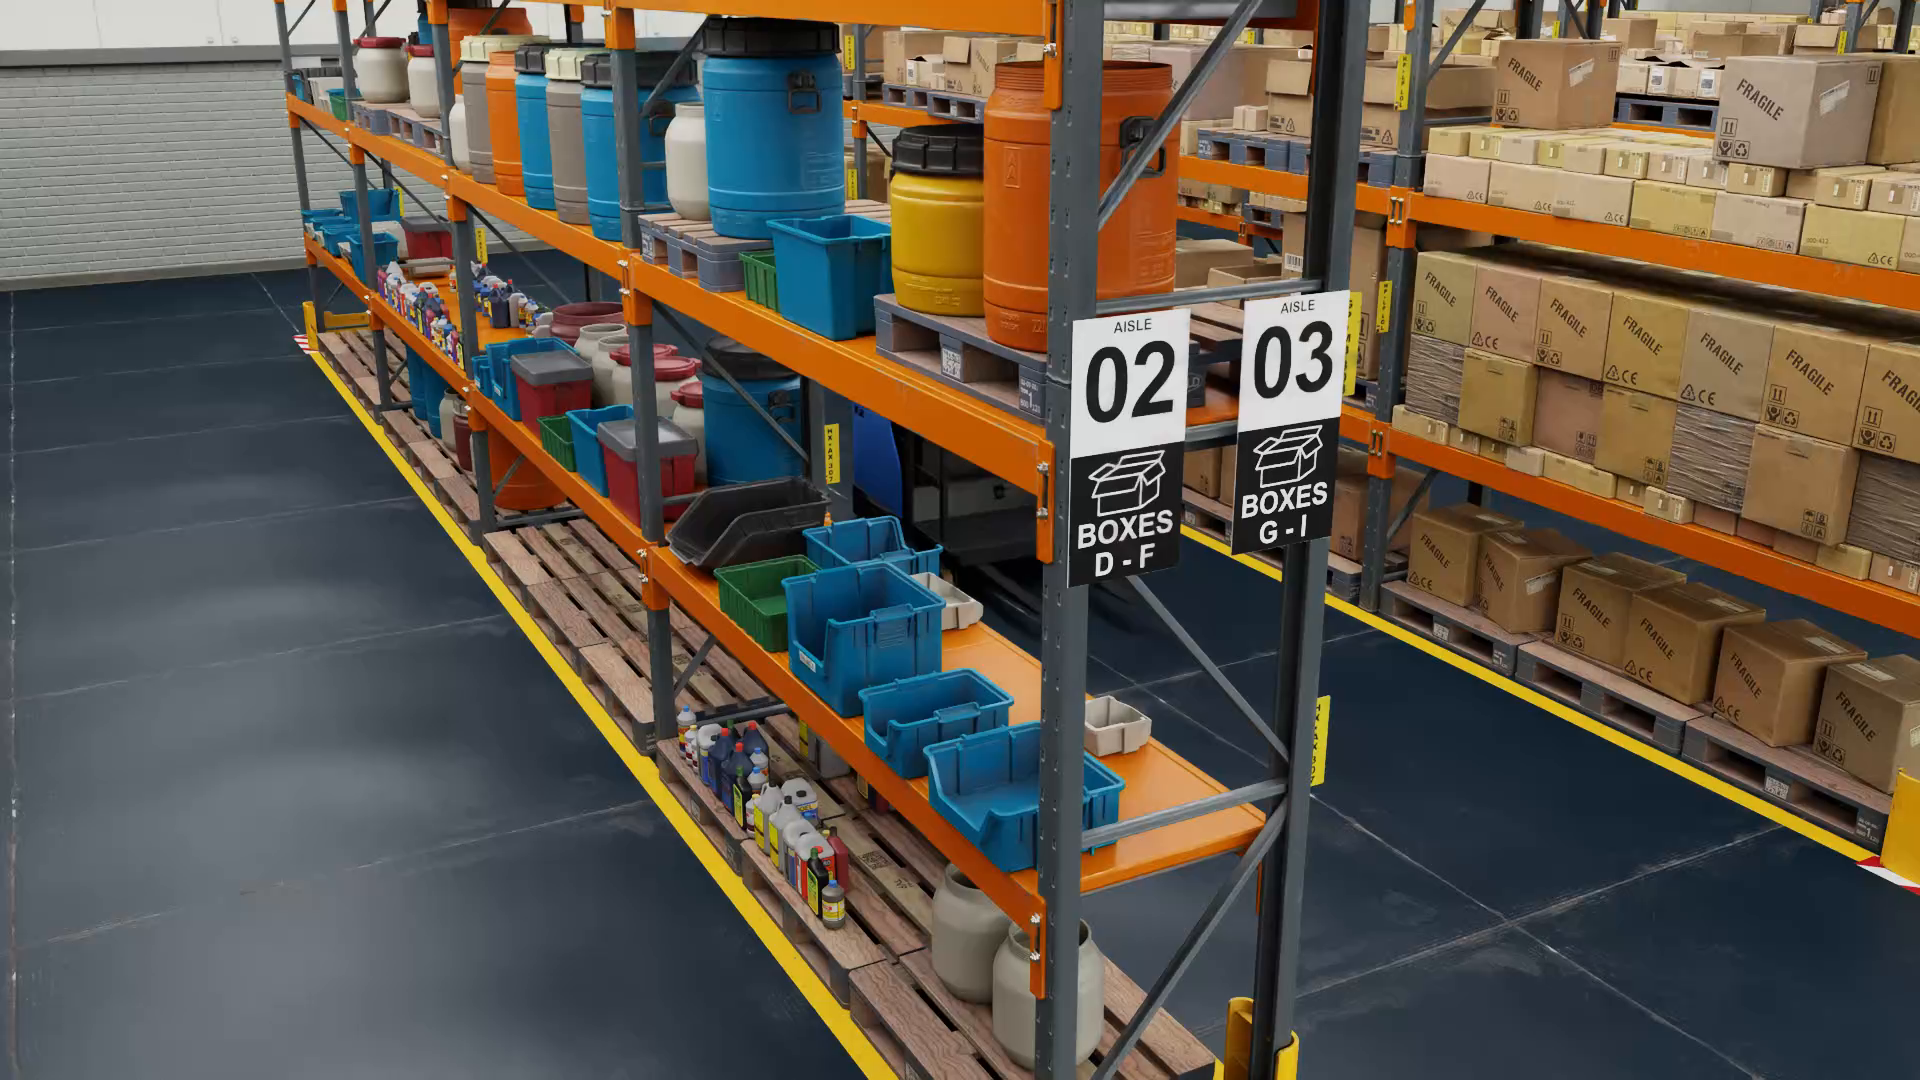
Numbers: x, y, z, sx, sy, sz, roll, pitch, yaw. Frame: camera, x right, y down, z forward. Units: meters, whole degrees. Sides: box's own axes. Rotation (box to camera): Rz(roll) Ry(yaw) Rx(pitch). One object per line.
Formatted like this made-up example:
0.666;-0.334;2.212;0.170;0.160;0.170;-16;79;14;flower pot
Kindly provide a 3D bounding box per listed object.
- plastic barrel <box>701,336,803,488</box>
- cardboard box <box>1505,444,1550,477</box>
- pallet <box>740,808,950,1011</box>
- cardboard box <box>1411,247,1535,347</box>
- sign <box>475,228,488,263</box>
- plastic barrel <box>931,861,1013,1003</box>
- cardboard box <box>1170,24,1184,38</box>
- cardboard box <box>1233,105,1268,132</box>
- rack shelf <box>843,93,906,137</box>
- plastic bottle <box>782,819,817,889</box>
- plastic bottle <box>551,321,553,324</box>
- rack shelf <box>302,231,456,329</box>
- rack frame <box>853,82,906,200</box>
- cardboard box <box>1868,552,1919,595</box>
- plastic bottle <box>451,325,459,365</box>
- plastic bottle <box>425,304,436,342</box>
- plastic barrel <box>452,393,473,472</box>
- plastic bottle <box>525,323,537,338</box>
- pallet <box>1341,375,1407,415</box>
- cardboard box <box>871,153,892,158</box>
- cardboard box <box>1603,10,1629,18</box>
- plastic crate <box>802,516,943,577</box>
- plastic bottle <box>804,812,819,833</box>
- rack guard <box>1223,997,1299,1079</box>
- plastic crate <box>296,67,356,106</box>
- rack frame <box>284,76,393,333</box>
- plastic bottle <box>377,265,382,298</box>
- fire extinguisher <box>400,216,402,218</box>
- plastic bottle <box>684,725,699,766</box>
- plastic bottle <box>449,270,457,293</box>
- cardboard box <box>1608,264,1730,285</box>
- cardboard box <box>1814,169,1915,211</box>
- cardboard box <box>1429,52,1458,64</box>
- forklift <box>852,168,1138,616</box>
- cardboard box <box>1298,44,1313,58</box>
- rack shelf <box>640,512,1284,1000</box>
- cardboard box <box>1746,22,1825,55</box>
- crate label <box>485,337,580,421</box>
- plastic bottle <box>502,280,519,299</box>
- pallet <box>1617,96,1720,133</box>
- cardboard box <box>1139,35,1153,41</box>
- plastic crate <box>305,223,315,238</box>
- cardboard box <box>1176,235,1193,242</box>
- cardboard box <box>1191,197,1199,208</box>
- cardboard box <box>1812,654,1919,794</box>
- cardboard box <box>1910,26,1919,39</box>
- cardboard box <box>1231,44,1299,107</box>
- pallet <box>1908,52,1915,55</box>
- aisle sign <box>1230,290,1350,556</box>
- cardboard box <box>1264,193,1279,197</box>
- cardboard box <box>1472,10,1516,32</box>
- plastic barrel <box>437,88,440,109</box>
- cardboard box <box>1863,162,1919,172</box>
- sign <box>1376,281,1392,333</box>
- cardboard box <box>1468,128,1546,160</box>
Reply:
-1.102;-0.644;9.129;0.600;0.901;0.708;-10;21;-27;plastic barrel
3.471;-0.499;9.865;0.380;0.149;0.250;-10;21;-27;cardboard box
-0.320;1.619;7.615;1.003;0.211;1.213;-10;21;-27;pallet
3.163;-1.508;10.261;0.500;0.500;0.500;-10;21;-27;cardboard box
-4.499;-2.761;15.609;0.100;0.325;0.005;-10;21;-27;sign
0.096;1.556;6.694;0.421;0.512;0.421;0;19;0;plastic barrel
2.762;-6.238;20.365;0.380;0.149;0.250;-10;21;-27;cardboard box
2.195;-3.045;11.972;0.380;0.166;0.250;-11;22;-28;cardboard box
-1.575;-4.964;18.924;1.077;0.370;4.000;-10;21;-27;rack shelf
-0.705;1.403;7.467;0.152;0.276;0.135;-11;22;-28;plastic bottle
-3.122;-1.618;12.899;0.061;0.283;0.133;-10;21;-27;plastic bottle
-5.934;-2.779;17.190;1.077;0.370;4.000;-10;21;-27;rack shelf
-0.625;-3.312;17.632;1.000;3.000;0.127;-10;21;-27;rack frame
4.638;0.129;8.043;0.380;0.149;0.250;-10;21;-27;cardboard box
-3.762;-1.458;12.437;0.061;0.283;0.133;-10;21;-27;plastic bottle
-4.195;-1.720;13.196;0.061;0.283;0.133;-10;21;-27;plastic bottle
-3.868;-0.918;13.745;0.600;0.588;0.708;-10;21;-27;plastic barrel
-3.327;-1.586;12.932;0.097;0.201;0.097;0;19;0;plastic bottle
2.939;-1.167;11.709;1.003;0.211;1.213;-10;21;-27;pallet
-0.628;-3.914;17.999;0.500;0.500;0.500;-10;21;-27;cardboard box
10.553;-8.323;26.563;0.500;0.250;0.500;-10;22;-27;cardboard box
-0.421;0.097;7.979;0.499;0.251;0.616;-10;21;-27;plastic crate
-0.702;1.360;7.706;0.097;0.201;0.097;0;19;0;plastic bottle
0.637;2.067;5.876;1.175;0.500;0.348;-10;21;-27;rack guard
-6.400;-4.601;16.863;0.504;0.338;0.767;-10;21;-27;plastic crate
-6.884;-3.694;18.737;1.000;3.000;0.127;-10;21;-27;rack frame
-5.186;-2.319;14.932;0.061;0.283;0.133;-10;21;-27;plastic bottle
-6.555;-3.594;19.140;0.296;0.674;0.183;-10;21;-27;fire extinguisher
-1.372;1.055;8.592;0.097;0.201;0.097;0;19;0;plastic bottle
-4.614;-2.364;15.187;0.097;0.201;0.097;0;19;0;plastic bottle
4.105;-1.303;9.666;0.500;0.500;0.500;-10;21;-27;cardboard box
4.280;-1.657;7.856;0.380;0.149;0.250;-10;21;-26;cardboard box
4.943;-4.635;16.713;0.500;0.500;0.500;-10;21;-27;cardboard box
0.229;-1.182;11.563;1.130;2.935;3.031;-8;21;-23;forklift
4.021;-5.341;18.405;0.500;0.311;0.500;-10;22;-27;cardboard box
-0.236;0.665;7.207;1.077;0.370;4.000;-10;21;-27;rack shelf
9.358;-5.618;18.917;0.700;0.500;0.500;-11;22;-29;cardboard box
-2.851;-1.087;11.128;0.502;0.435;0.616;-10;21;-27;crate label
-3.737;-1.993;13.883;0.144;0.351;0.185;-10;21;-27;plastic bottle
6.573;-3.735;14.548;1.003;0.211;1.213;-9;21;-24;pallet
2.588;-6.176;20.795;0.500;0.250;0.500;-11;22;-29;cardboard box
-6.977;-3.370;18.113;0.250;0.136;0.298;-10;21;-27;plastic crate
1.566;-2.261;13.789;0.500;0.500;0.500;-13;23;-33;cardboard box
3.091;-4.206;20.608;0.380;0.149;0.250;-11;22;-28;cardboard box
4.791;0.934;8.516;0.500;0.500;0.500;-6;20;-17;cardboard box
12.891;-6.790;22.244;0.380;0.149;0.250;-10;21;-26;cardboard box
2.195;-3.478;12.592;0.500;0.500;0.500;-10;21;-26;cardboard box
13.206;-6.451;22.418;1.213;0.211;1.003;-10;21;-27;pallet
1.006;-0.354;5.074;0.394;0.787;0.004;-10;21;-27;aisle sign
3.695;-4.014;18.950;0.380;0.149;0.250;-10;22;-28;cardboard box
7.427;-6.942;22.597;0.797;0.503;0.637;-8;21;-22;cardboard box
-3.723;-3.233;12.372;0.301;0.262;0.301;0;19;0;plastic barrel
4.701;-1.820;8.329;0.380;0.149;0.250;-10;21;-27;cardboard box
2.687;-1.476;10.536;0.100;0.325;0.005;-10;21;-27;sign
3.243;-2.345;9.847;0.380;0.149;0.250;-11;22;-29;cardboard box
